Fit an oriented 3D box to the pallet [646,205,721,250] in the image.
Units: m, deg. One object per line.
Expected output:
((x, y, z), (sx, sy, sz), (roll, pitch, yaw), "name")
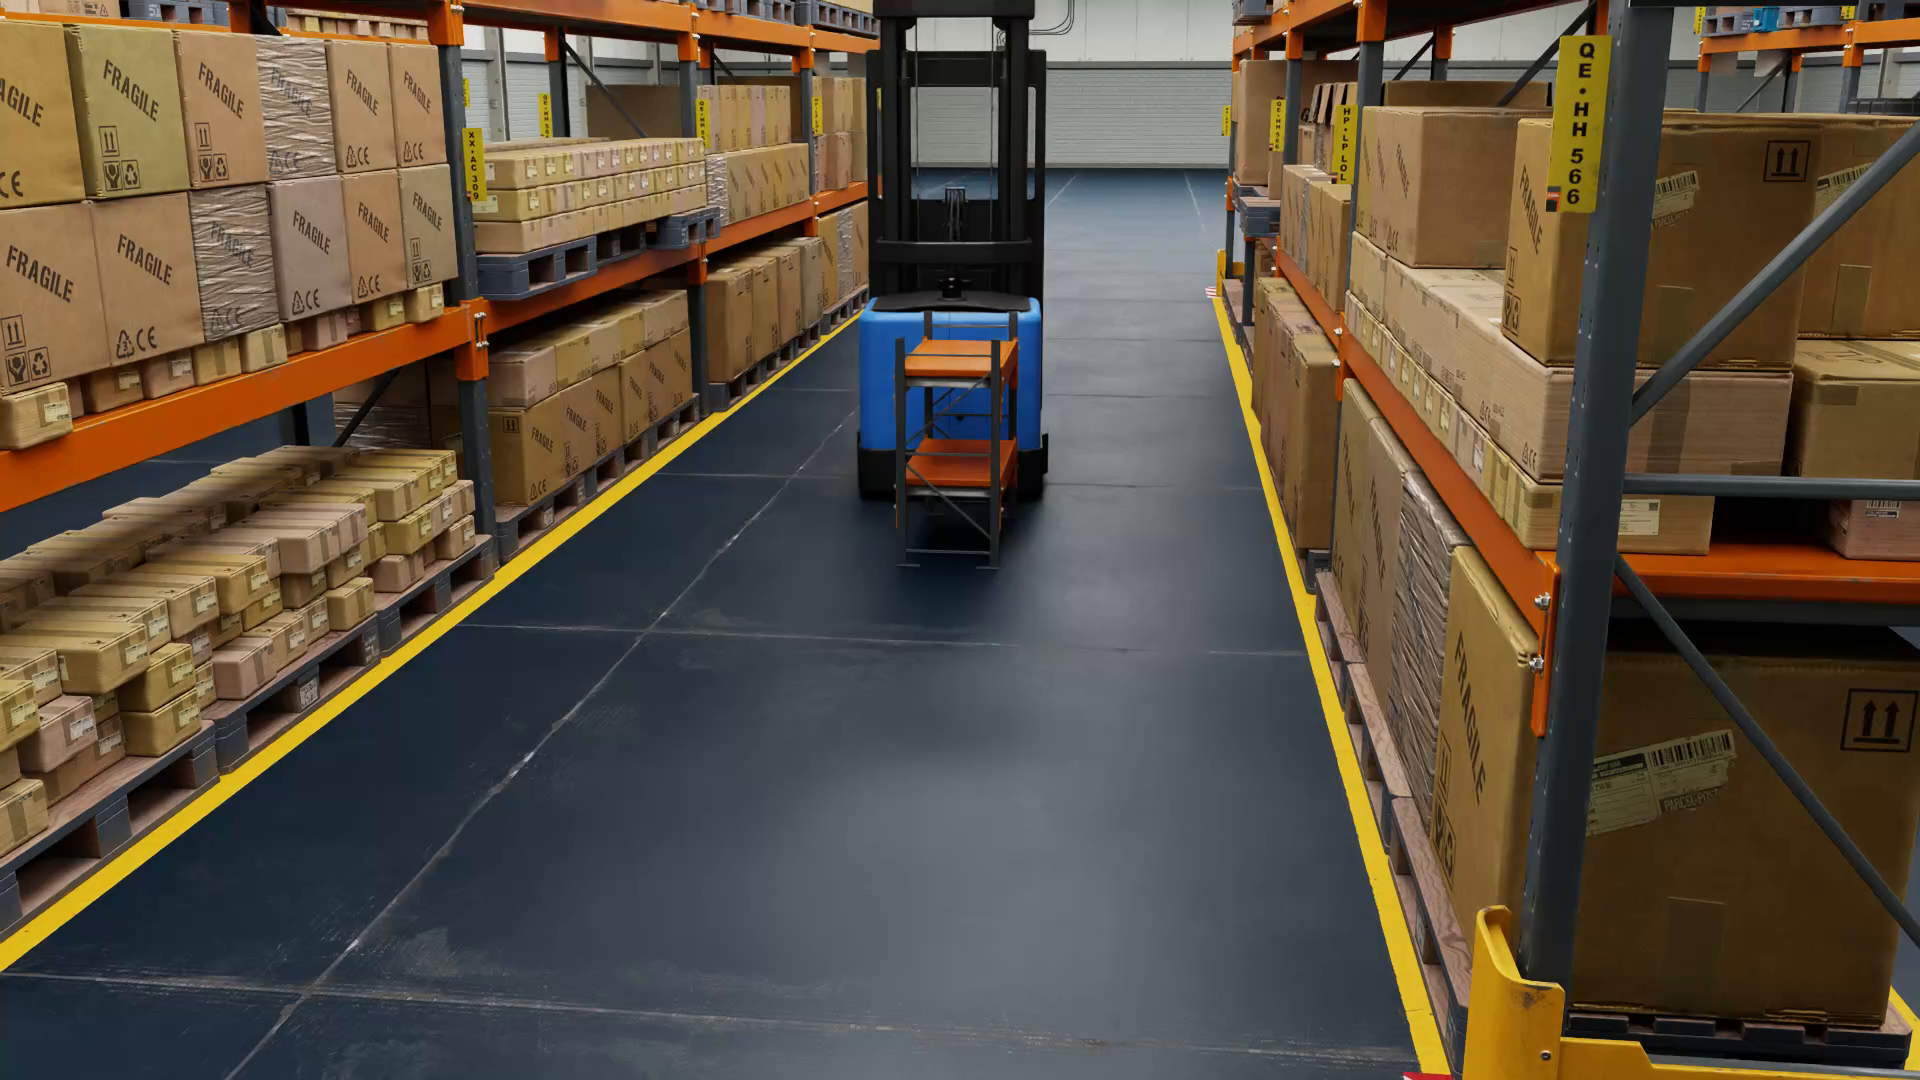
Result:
((-2.276, -2.060, 10.902), (1.213, 0.211, 1.003), (2, 15, 6), "pallet")

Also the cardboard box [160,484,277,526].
((-3.074, -0.129, 6.909), (0.380, 0.149, 0.250), (1, 15, 5), "cardboard box")

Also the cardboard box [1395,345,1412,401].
((1.626, -0.538, 5.388), (0.380, 0.149, 0.250), (1, 15, 5), "cardboard box")

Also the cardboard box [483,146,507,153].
((-2.754, -2.120, 9.292), (0.380, 0.149, 0.250), (1, 15, 4), "cardboard box")

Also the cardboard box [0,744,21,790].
((-2.890, 0.636, 4.652), (0.380, 0.149, 0.250), (2, 15, 9), "cardboard box")

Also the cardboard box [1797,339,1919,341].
((2.087, -0.416, 4.172), (0.500, 0.250, 0.500), (2, 15, 6), "cardboard box")

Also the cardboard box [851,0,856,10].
((-1.272, -5.501, 17.000), (0.380, 0.149, 0.250), (2, 15, 7), "cardboard box")

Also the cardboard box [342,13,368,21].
((-6.340, -5.387, 16.807), (0.500, 0.250, 0.500), (2, 15, 7), "cardboard box")

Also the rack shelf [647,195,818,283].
((-2.076, -2.512, 13.584), (1.077, 0.370, 4.000), (2, 15, 6), "rack shelf")

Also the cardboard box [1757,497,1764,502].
((2.137, -0.188, 4.090), (0.380, 0.149, 0.250), (1, 15, 5), "cardboard box")

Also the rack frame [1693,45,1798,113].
((8.439, -4.097, 18.068), (1.000, 3.000, 0.127), (2, 15, 6), "rack frame")

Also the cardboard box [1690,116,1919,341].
((2.092, -0.773, 4.055), (0.500, 0.500, 0.500), (1, 15, 5), "cardboard box")

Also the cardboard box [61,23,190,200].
((-2.758, -1.314, 5.099), (0.500, 0.500, 0.500), (1, 15, 5), "cardboard box")

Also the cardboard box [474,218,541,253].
((-2.251, -1.473, 8.041), (0.380, 0.149, 0.250), (1, 15, 4), "cardboard box")

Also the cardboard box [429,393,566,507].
((-2.406, -0.483, 8.686), (0.500, 0.500, 0.500), (2, 15, 8), "cardboard box")

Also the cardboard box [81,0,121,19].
((-7.088, -4.355, 13.075), (0.797, 0.503, 0.637), (2, 15, 6), "cardboard box")

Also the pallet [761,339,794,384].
((-1.997, -1.512, 13.851), (1.003, 0.211, 1.213), (2, 15, 6), "pallet")

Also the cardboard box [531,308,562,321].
((-2.746, -1.268, 10.151), (0.500, 0.250, 0.500), (2, 15, 7), "cardboard box")

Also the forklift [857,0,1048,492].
((-0.015, -2.012, 10.488), (1.130, 2.935, 3.031), (0, 15, 2), "forklift")

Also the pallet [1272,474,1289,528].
((2.311, -0.304, 9.384), (1.003, 0.211, 1.213), (2, 15, 6), "pallet")

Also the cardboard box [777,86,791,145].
((-1.900, -3.780, 14.788), (0.700, 0.500, 0.500), (1, 15, 5), "cardboard box")

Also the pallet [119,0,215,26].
((-7.069, -4.429, 13.908), (1.213, 0.211, 1.003), (2, 15, 6), "pallet")

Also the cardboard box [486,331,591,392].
((-2.349, -0.983, 9.100), (0.500, 0.250, 0.500), (2, 15, 8), "cardboard box")

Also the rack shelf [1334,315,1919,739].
((1.938, -0.265, 5.273), (1.077, 0.370, 4.000), (2, 15, 6), "rack shelf")

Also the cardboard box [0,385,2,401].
((-2.879, -0.566, 4.247), (0.500, 0.500, 0.500), (2, 15, 9), "cardboard box")

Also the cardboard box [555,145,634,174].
((-2.080, -2.166, 9.463), (0.380, 0.149, 0.250), (2, 15, 8), "cardboard box")

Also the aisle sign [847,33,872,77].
((-1.093, -5.680, 18.941), (0.394, 0.787, 0.004), (2, 15, 6), "aisle sign")

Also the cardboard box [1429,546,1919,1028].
((1.705, 0.561, 4.106), (0.875, 0.875, 0.875), (2, 15, 6), "cardboard box")

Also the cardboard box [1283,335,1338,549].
((2.216, -0.475, 7.936), (1.225, 0.875, 0.875), (2, 15, 6), "cardboard box")

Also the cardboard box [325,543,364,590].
((-2.639, 0.087, 6.681), (0.380, 0.149, 0.250), (2, 15, 8), "cardboard box")

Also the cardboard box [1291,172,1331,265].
((2.180, -1.832, 9.498), (0.500, 0.500, 0.500), (1, 15, 5), "cardboard box")

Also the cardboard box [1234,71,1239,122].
((3.067, -4.524, 16.969), (0.500, 0.500, 0.500), (2, 15, 6), "cardboard box")

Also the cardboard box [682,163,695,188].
((-1.933, -2.355, 10.731), (0.380, 0.149, 0.250), (2, 15, 8), "cardboard box")

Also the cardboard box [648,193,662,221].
((-2.019, -2.015, 10.045), (0.380, 0.149, 0.250), (1, 15, 4), "cardboard box")

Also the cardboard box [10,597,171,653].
((-2.794, 0.291, 5.356), (0.380, 0.149, 0.250), (1, 15, 4), "cardboard box")

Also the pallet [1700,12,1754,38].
((8.249, -5.243, 16.919), (1.003, 0.211, 1.213), (2, 15, 6), "pallet")

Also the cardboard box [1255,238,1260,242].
((3.431, -3.078, 18.282), (0.500, 0.500, 0.500), (5, 16, 17), "cardboard box")

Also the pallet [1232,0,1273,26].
((2.891, -4.406, 13.824), (1.213, 0.211, 1.003), (2, 15, 6), "pallet")

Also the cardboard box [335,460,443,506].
((-2.524, -0.250, 7.356), (0.380, 0.149, 0.250), (2, 15, 7), "cardboard box")

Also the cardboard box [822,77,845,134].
((-1.630, -4.349, 16.641), (0.875, 0.550, 0.550), (2, 15, 6), "cardboard box")

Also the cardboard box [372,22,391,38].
((-6.220, -5.361, 17.478), (0.380, 0.149, 0.250), (2, 15, 6), "cardboard box")

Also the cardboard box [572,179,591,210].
((-2.167, -1.819, 8.748), (0.380, 0.149, 0.250), (1, 15, 4), "cardboard box")

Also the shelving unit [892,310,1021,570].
((-0.001, -0.541, 8.509), (0.538, 1.125, 1.048), (2, 15, 6), "shelving unit")

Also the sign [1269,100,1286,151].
((2.075, -2.703, 10.844), (0.100, 0.325, 0.005), (2, 15, 6), "sign")

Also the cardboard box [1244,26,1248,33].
((2.980, -4.975, 15.854), (0.500, 0.250, 0.500), (2, 15, 6), "cardboard box")

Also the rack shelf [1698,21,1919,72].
((8.214, -4.679, 15.852), (1.077, 0.370, 4.000), (2, 15, 6), "rack shelf")

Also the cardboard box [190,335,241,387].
((-2.717, -0.625, 5.708), (0.380, 0.149, 0.250), (2, 15, 8), "cardboard box")

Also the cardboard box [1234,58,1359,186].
((2.838, -3.496, 13.891), (1.000, 1.000, 1.000), (2, 15, 7), "cardboard box")

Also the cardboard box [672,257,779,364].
((-2.048, -1.840, 13.224), (1.050, 0.750, 0.750), (2, 15, 7), "cardboard box")

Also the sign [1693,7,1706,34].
((7.893, -5.567, 17.740), (0.100, 0.325, 0.005), (2, 15, 6), "sign")

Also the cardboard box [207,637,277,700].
((-2.671, 0.452, 5.900), (0.380, 0.149, 0.250), (1, 15, 4), "cardboard box")

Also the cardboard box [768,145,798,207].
((-1.700, -3.152, 14.381), (0.500, 0.500, 0.500), (2, 15, 6), "cardboard box")
